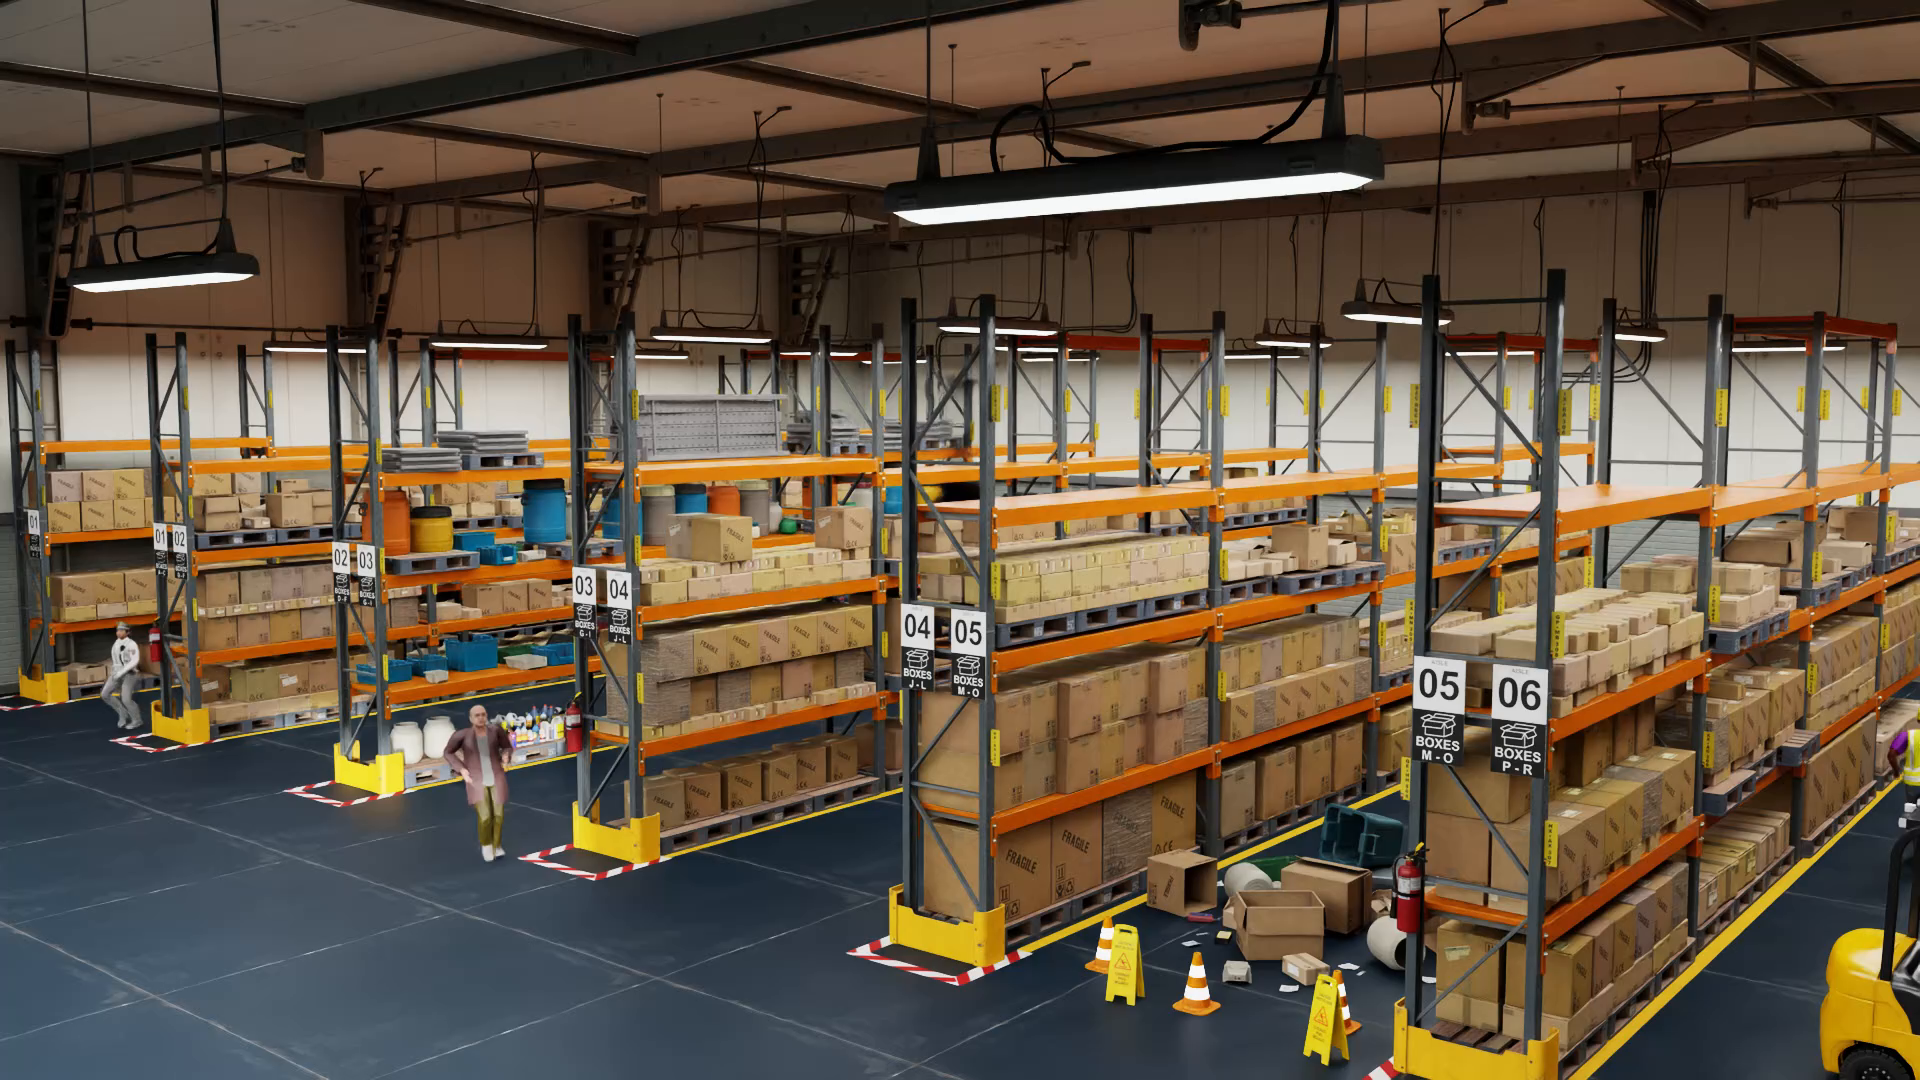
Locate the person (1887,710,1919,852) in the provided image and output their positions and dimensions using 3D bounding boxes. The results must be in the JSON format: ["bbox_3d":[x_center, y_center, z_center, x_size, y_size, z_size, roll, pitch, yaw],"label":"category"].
[{"bbox_3d":[10.514,2.686,18.143,0.708,1.763,0.825,3,6,31],"label":"person"}]

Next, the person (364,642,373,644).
[{"bbox_3d":[-10.303,1.697,29.011,0.644,1.787,0.826,3,6,32],"label":"person"}]

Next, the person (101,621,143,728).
[{"bbox_3d":[-12.761,2.057,25.333,0.636,1.654,0.572,3,6,30],"label":"person"}]

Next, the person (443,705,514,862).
[{"bbox_3d":[-5.198,2.674,18.132,0.716,1.765,0.710,-3,6,-33],"label":"person"}]
